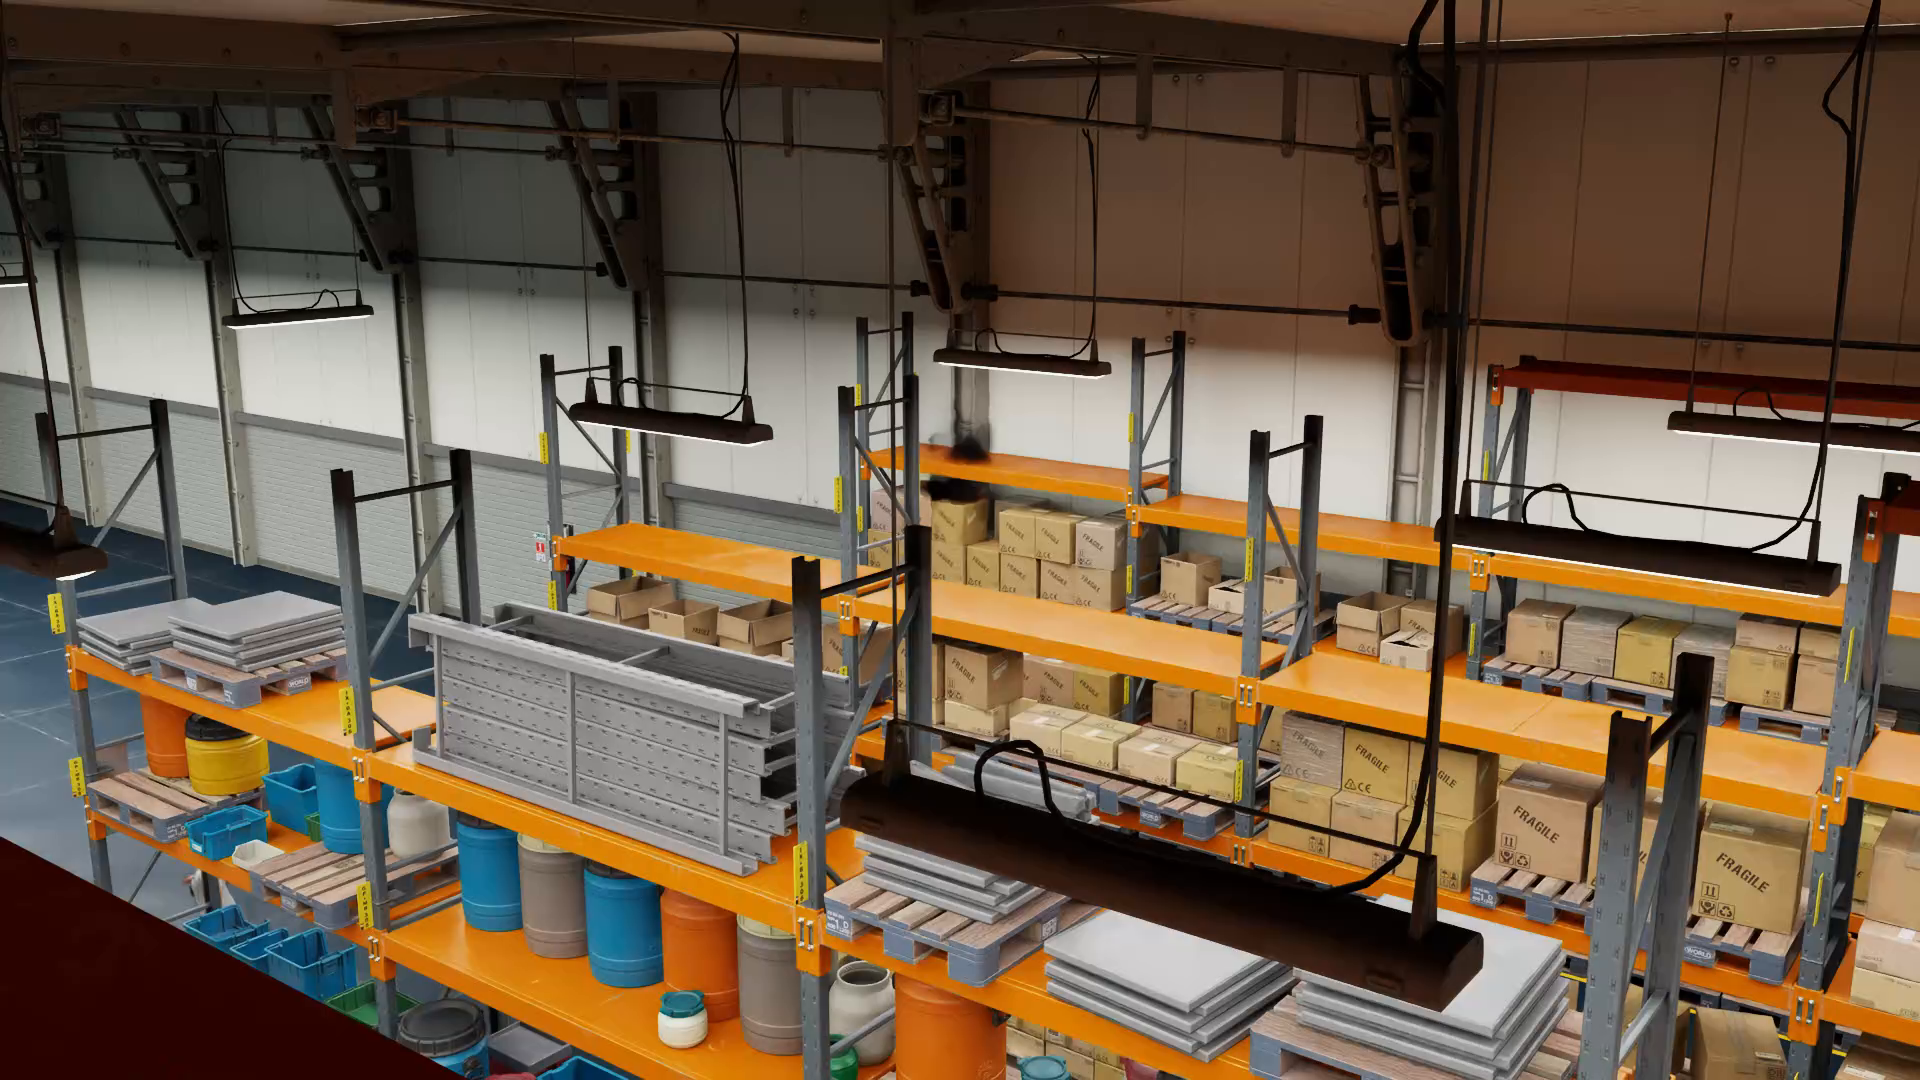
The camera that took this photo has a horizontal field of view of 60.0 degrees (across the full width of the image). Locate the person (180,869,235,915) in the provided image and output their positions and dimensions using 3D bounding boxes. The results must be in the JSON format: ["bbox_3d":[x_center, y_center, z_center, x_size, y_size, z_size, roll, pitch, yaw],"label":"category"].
[{"bbox_3d":[-7.144,3.625,16.018,0.711,1.684,0.584,1,13,5],"label":"person"}]
